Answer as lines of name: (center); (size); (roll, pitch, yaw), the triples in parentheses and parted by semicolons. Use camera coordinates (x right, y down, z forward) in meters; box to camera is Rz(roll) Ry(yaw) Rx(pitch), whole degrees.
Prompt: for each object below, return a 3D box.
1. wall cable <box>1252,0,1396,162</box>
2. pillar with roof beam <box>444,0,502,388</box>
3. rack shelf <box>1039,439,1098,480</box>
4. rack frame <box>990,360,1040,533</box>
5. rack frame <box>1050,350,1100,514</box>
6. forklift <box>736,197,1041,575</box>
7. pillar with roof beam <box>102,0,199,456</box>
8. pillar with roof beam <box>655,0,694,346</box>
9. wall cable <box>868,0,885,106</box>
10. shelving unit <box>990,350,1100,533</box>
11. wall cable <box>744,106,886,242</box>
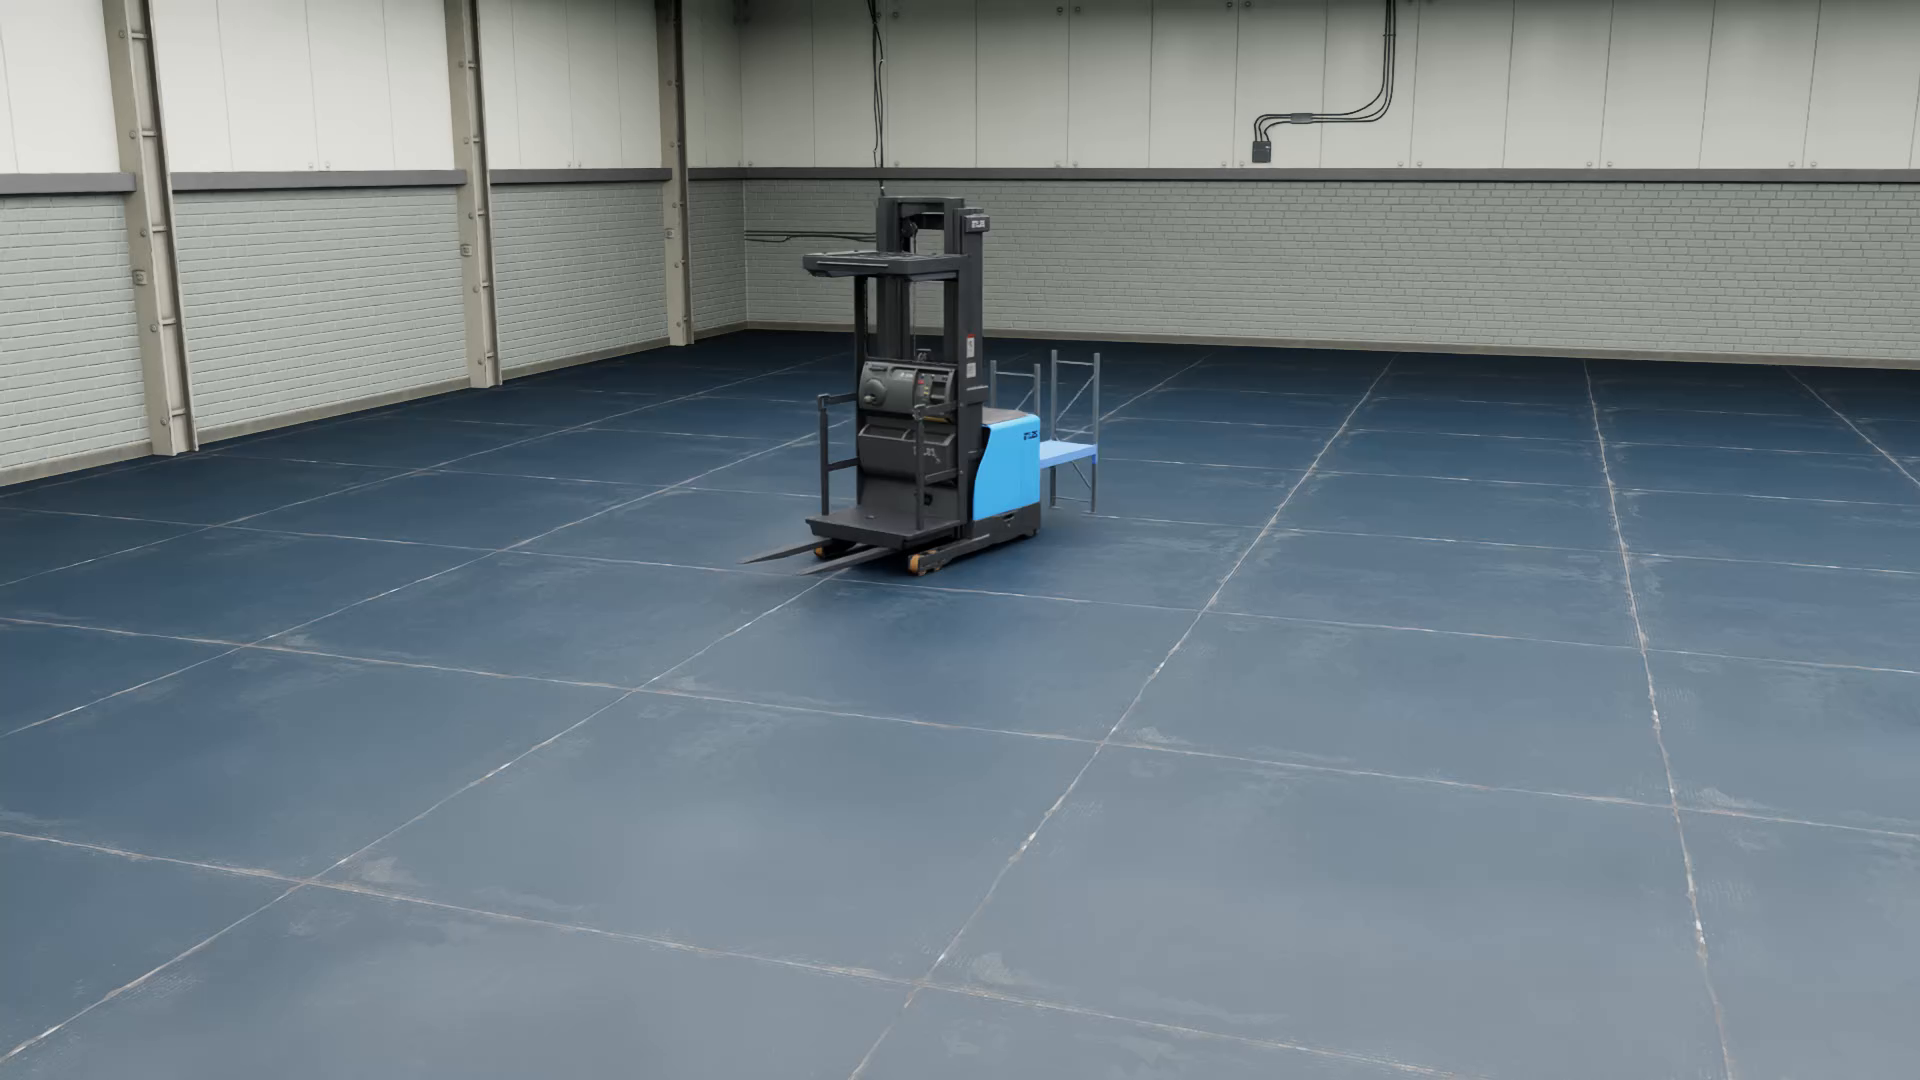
wall cable: (6.167, -9.407, 27.836); (2.305, 6.003, 0.169); (4, 14, 18)
pillar with roof beam: (-2.883, -6.337, 22.031); (9.100, 9.000, 0.400); (4, 14, 18)
rack shelf: (0.776, -0.744, 15.184); (0.538, 0.185, 1.000); (9, 16, 34)
rack frame: (0.484, -0.826, 14.738); (0.500, 1.500, 0.032); (9, 16, 34)
rack frame: (1.068, -1.012, 15.550); (0.500, 1.500, 0.032); (9, 16, 34)
forklift: (-0.561, -1.271, 13.468); (1.130, 2.935, 3.031); (9, 16, 35)
pillar with roof beam: (-4.825, -5.074, 16.496); (9.100, 9.000, 0.400); (4, 14, 18)
pillar with roof beam: (-0.942, -7.601, 27.565); (9.100, 9.000, 0.400); (4, 14, 18)
wall cable: (-0.251, -9.189, 30.154); (3.097, 2.526, 0.112); (4, 14, 18)
shelving unit: (0.776, -0.919, 15.144); (0.538, 1.500, 1.048); (9, 16, 34)
wall cable: (-2.811, -6.922, 31.570); (3.097, 2.526, 0.112); (4, 14, 18)
